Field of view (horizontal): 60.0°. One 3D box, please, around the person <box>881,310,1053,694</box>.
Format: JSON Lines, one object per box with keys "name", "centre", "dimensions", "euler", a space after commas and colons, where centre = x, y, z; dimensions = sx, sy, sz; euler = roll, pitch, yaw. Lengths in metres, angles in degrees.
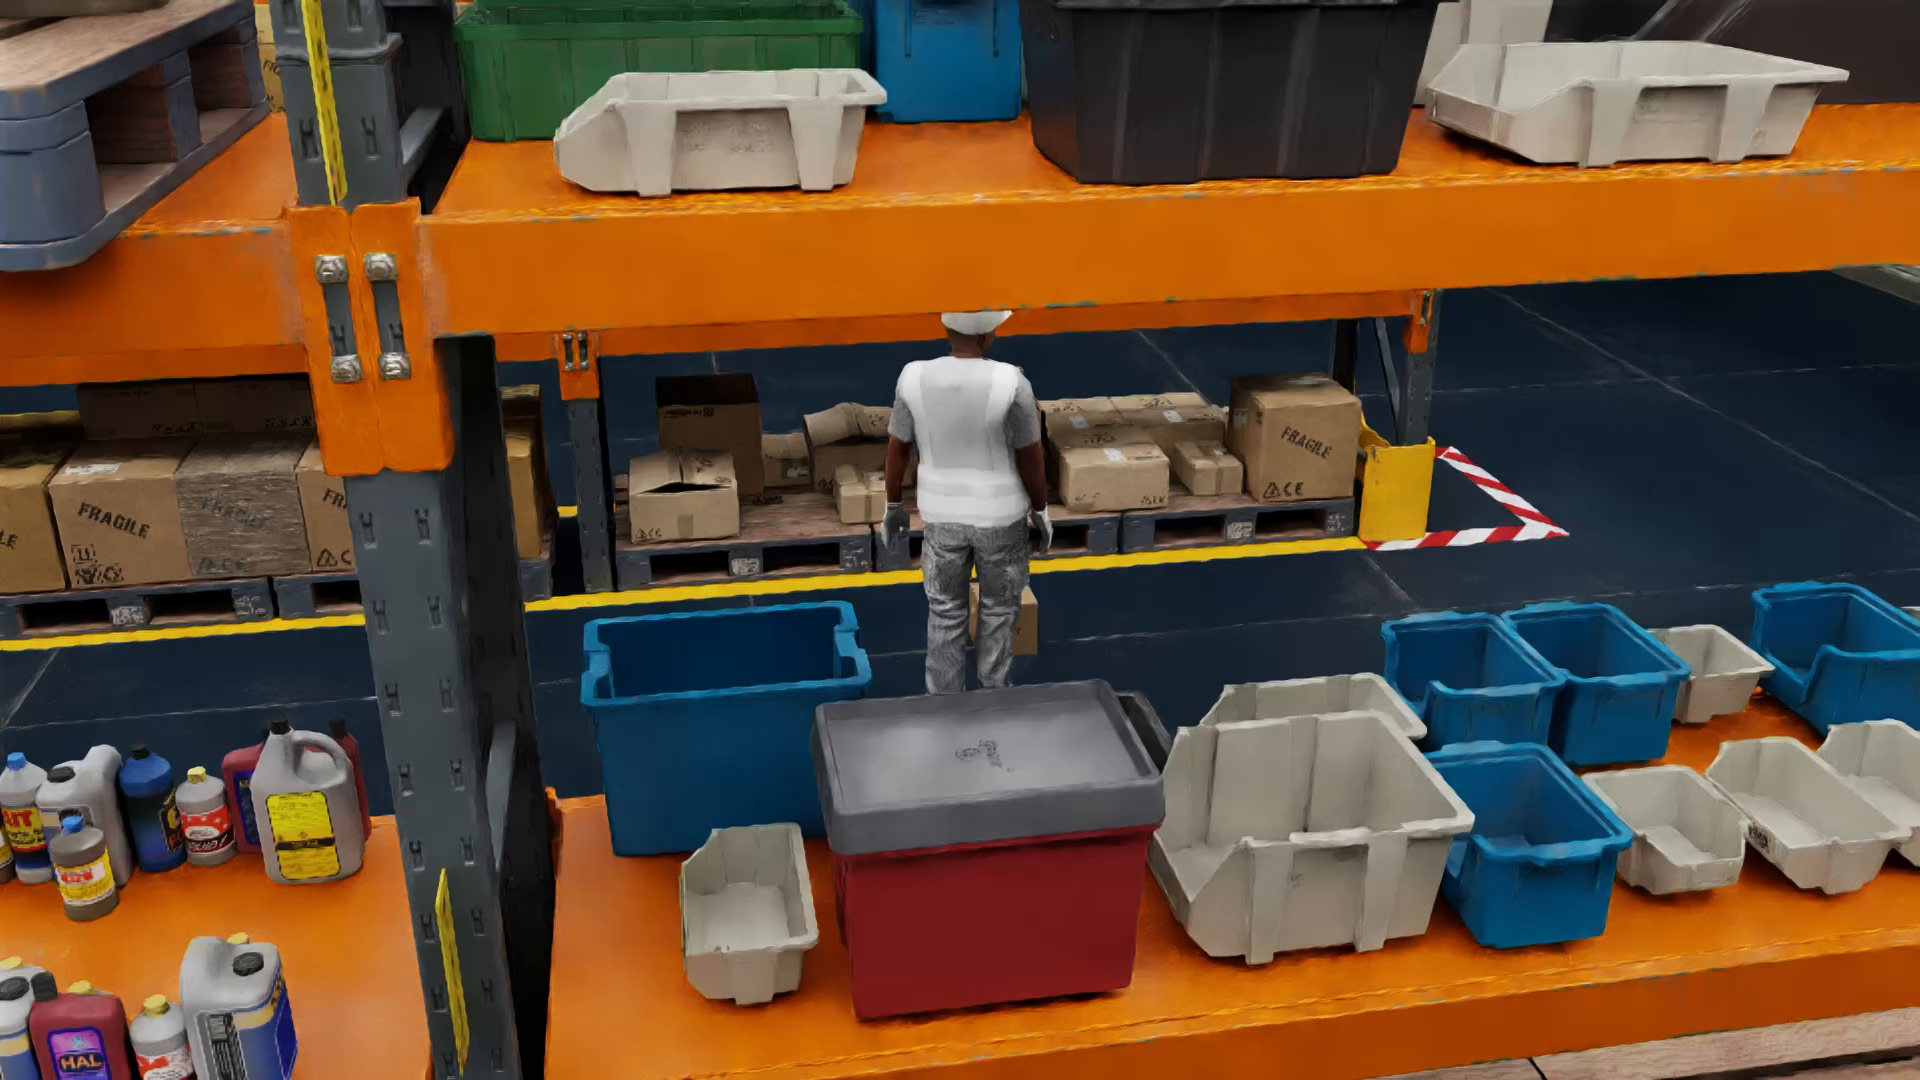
{"name": "person", "centre": [0.034, -0.114, 6.270], "dimensions": [0.651, 1.787, 0.436], "euler": [5, 24, 12]}
